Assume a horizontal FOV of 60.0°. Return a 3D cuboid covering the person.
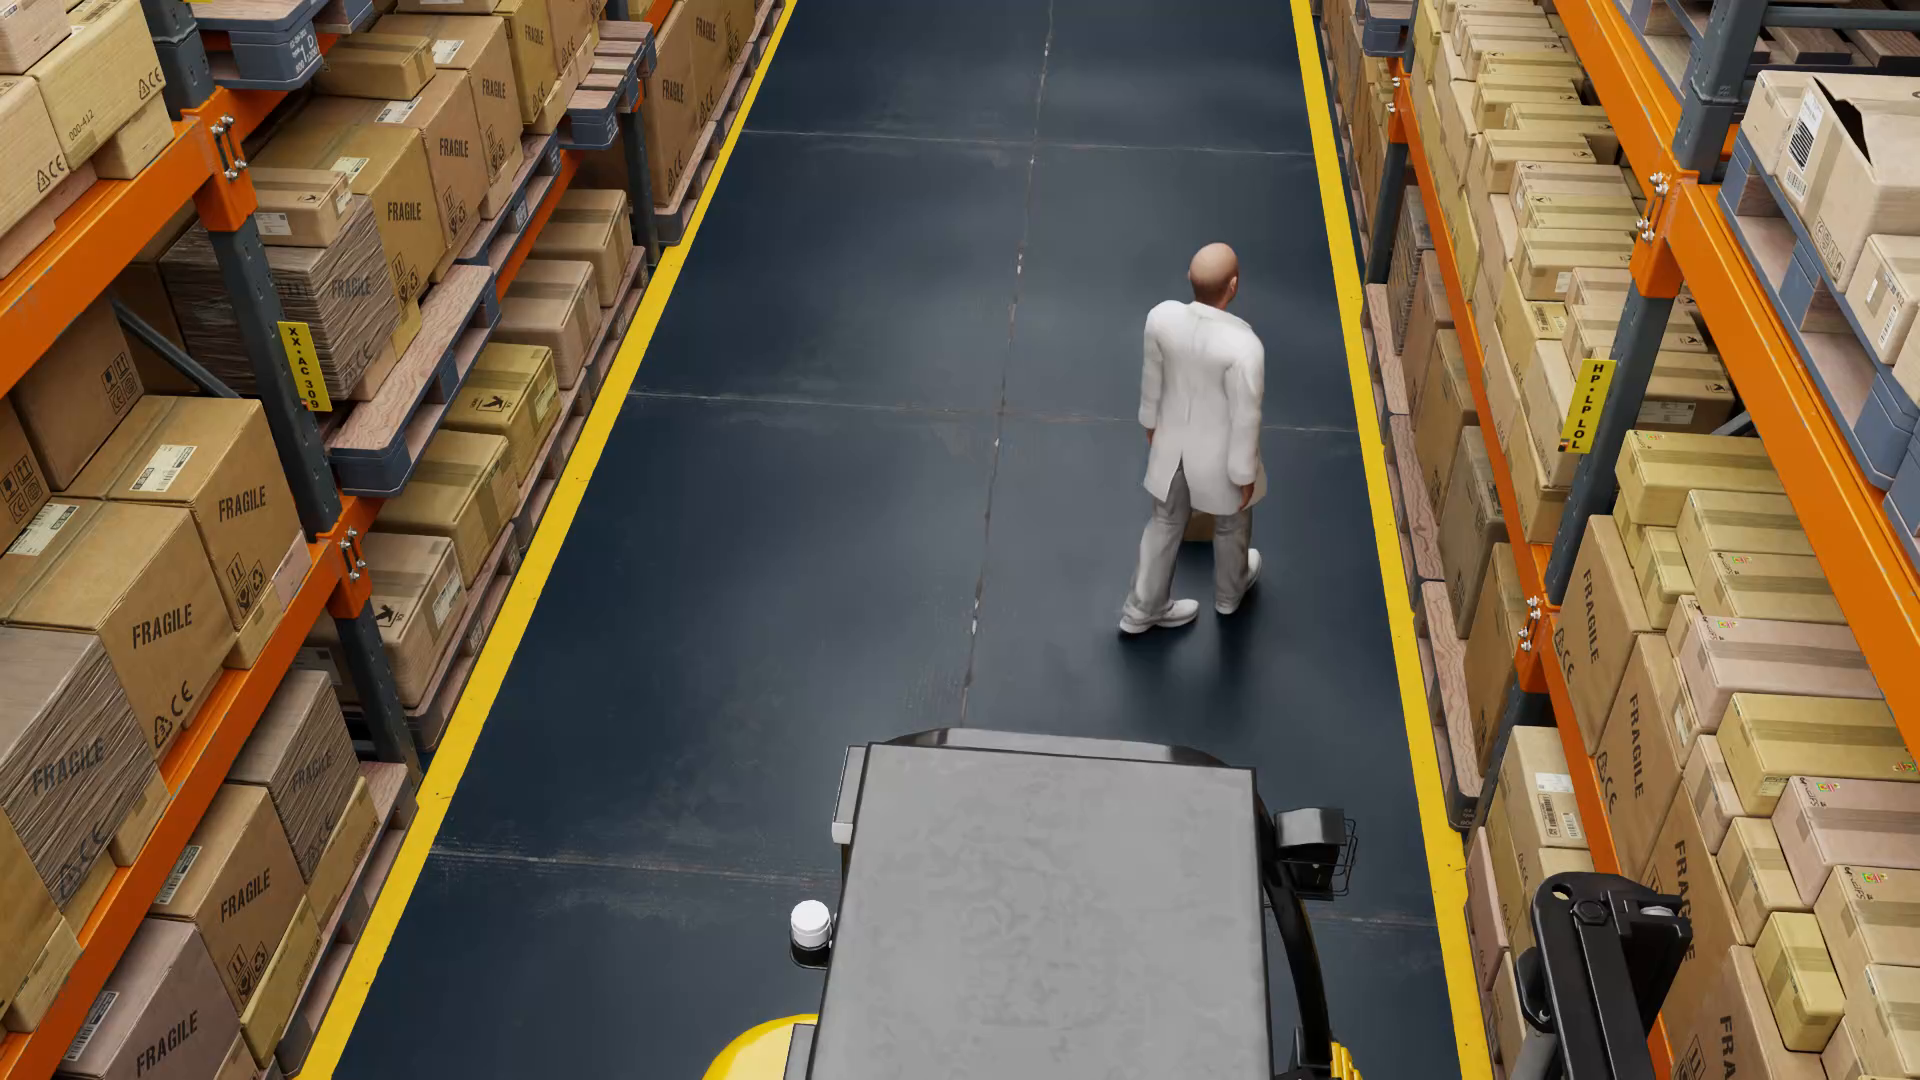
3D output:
[{"bbox_3d":[1.006,-0.409,6.657,0.611,1.773,0.765,30,48,31],"label":"person"}]
